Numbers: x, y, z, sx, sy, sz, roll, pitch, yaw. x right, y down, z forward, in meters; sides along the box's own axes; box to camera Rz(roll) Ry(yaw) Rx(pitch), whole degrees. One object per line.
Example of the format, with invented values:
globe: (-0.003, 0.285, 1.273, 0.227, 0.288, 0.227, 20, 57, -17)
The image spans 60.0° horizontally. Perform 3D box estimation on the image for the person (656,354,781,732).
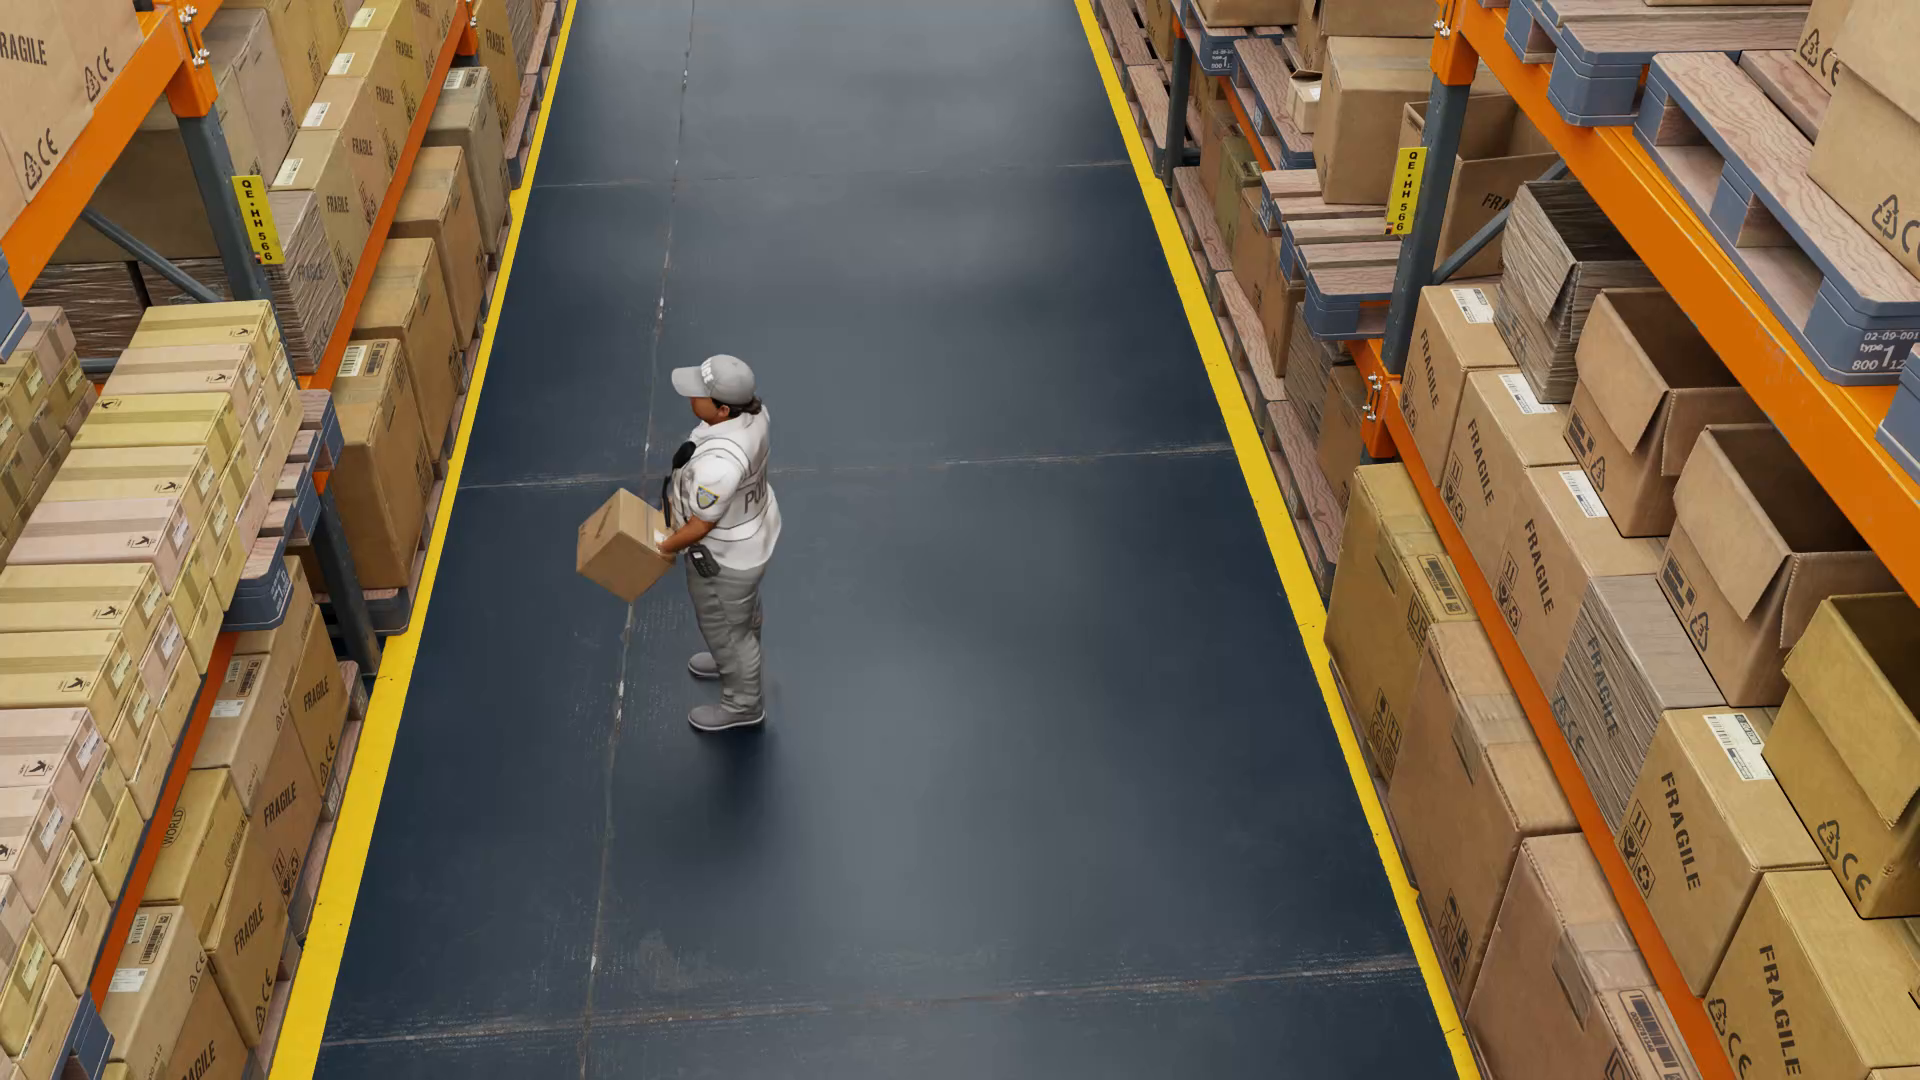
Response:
person: (-0.907, 0.010, 6.136, 0.483, 1.671, 0.501, 6, 40, 7)
